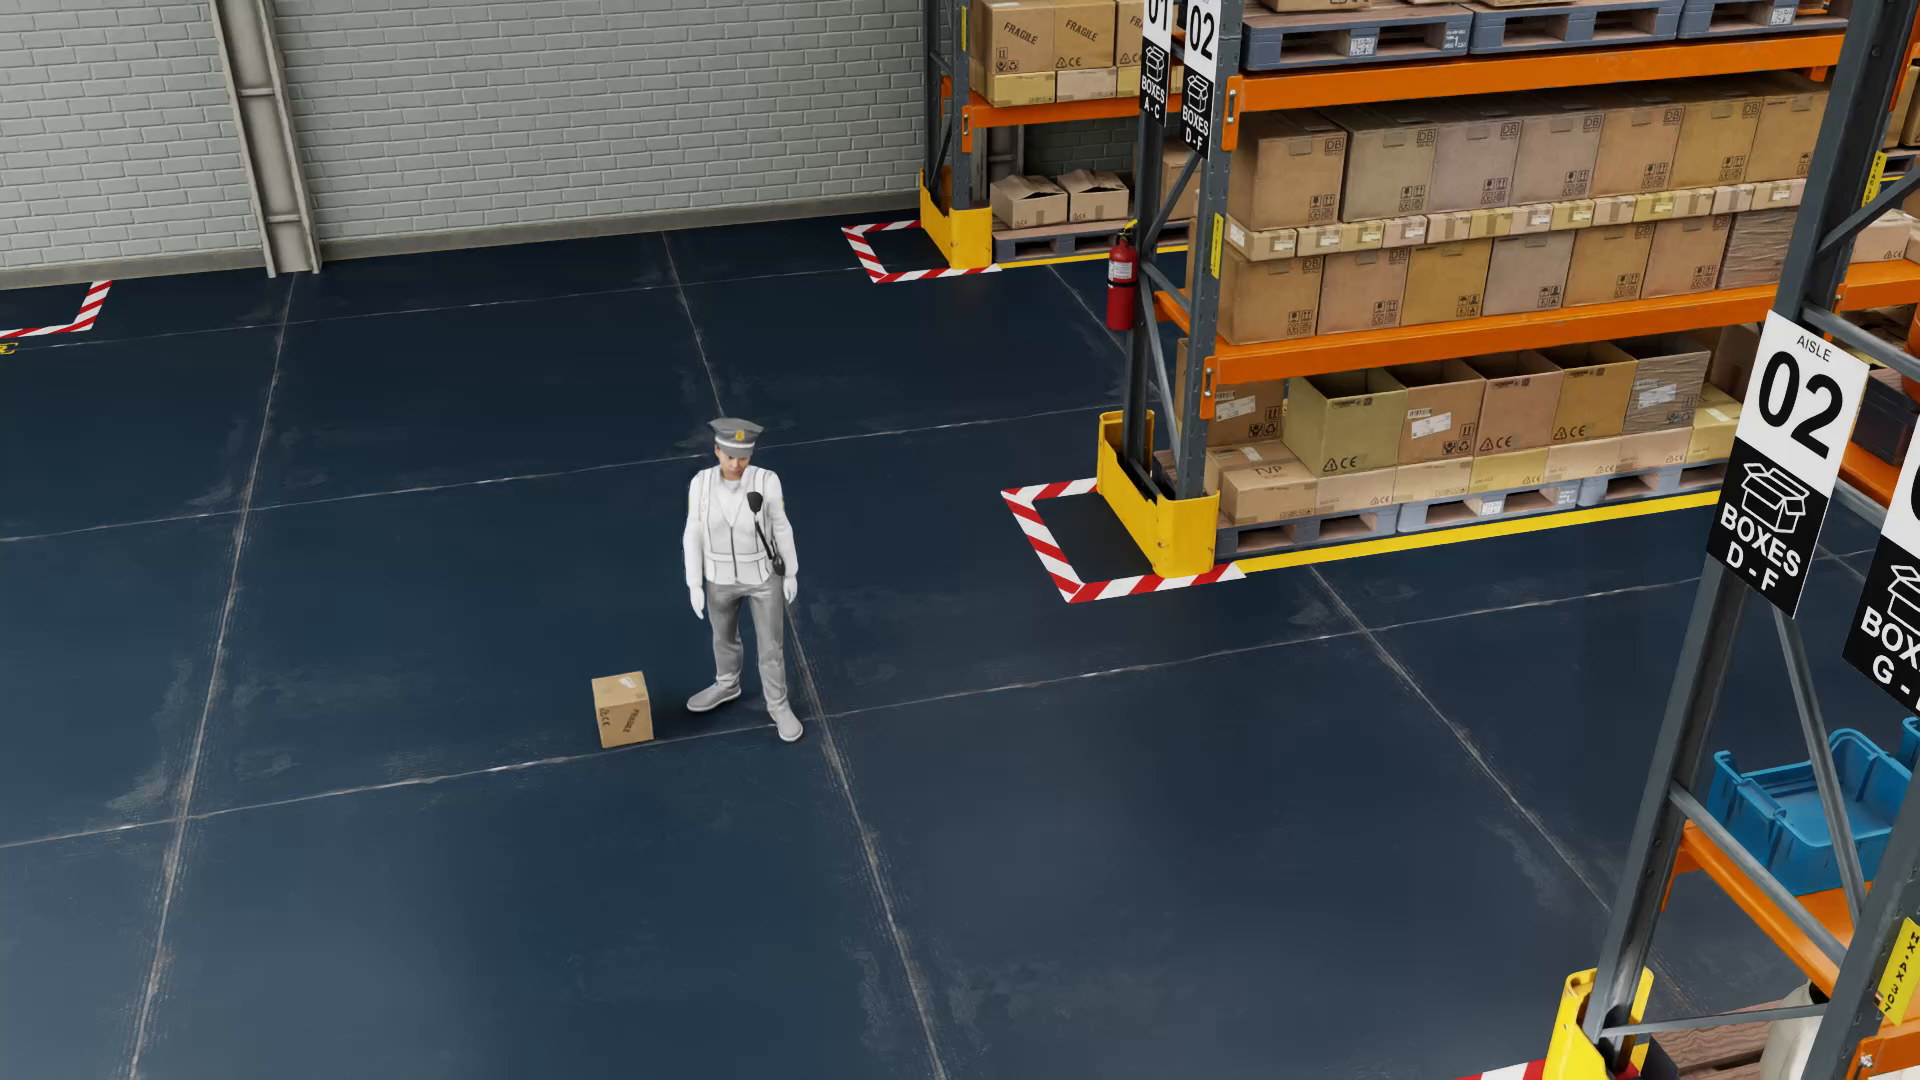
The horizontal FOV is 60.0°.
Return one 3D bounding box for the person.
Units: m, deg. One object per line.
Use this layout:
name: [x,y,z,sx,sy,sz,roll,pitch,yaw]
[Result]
person: [-1.073,0.172,7.907,0.608,1.685,0.421,2,30,3]
